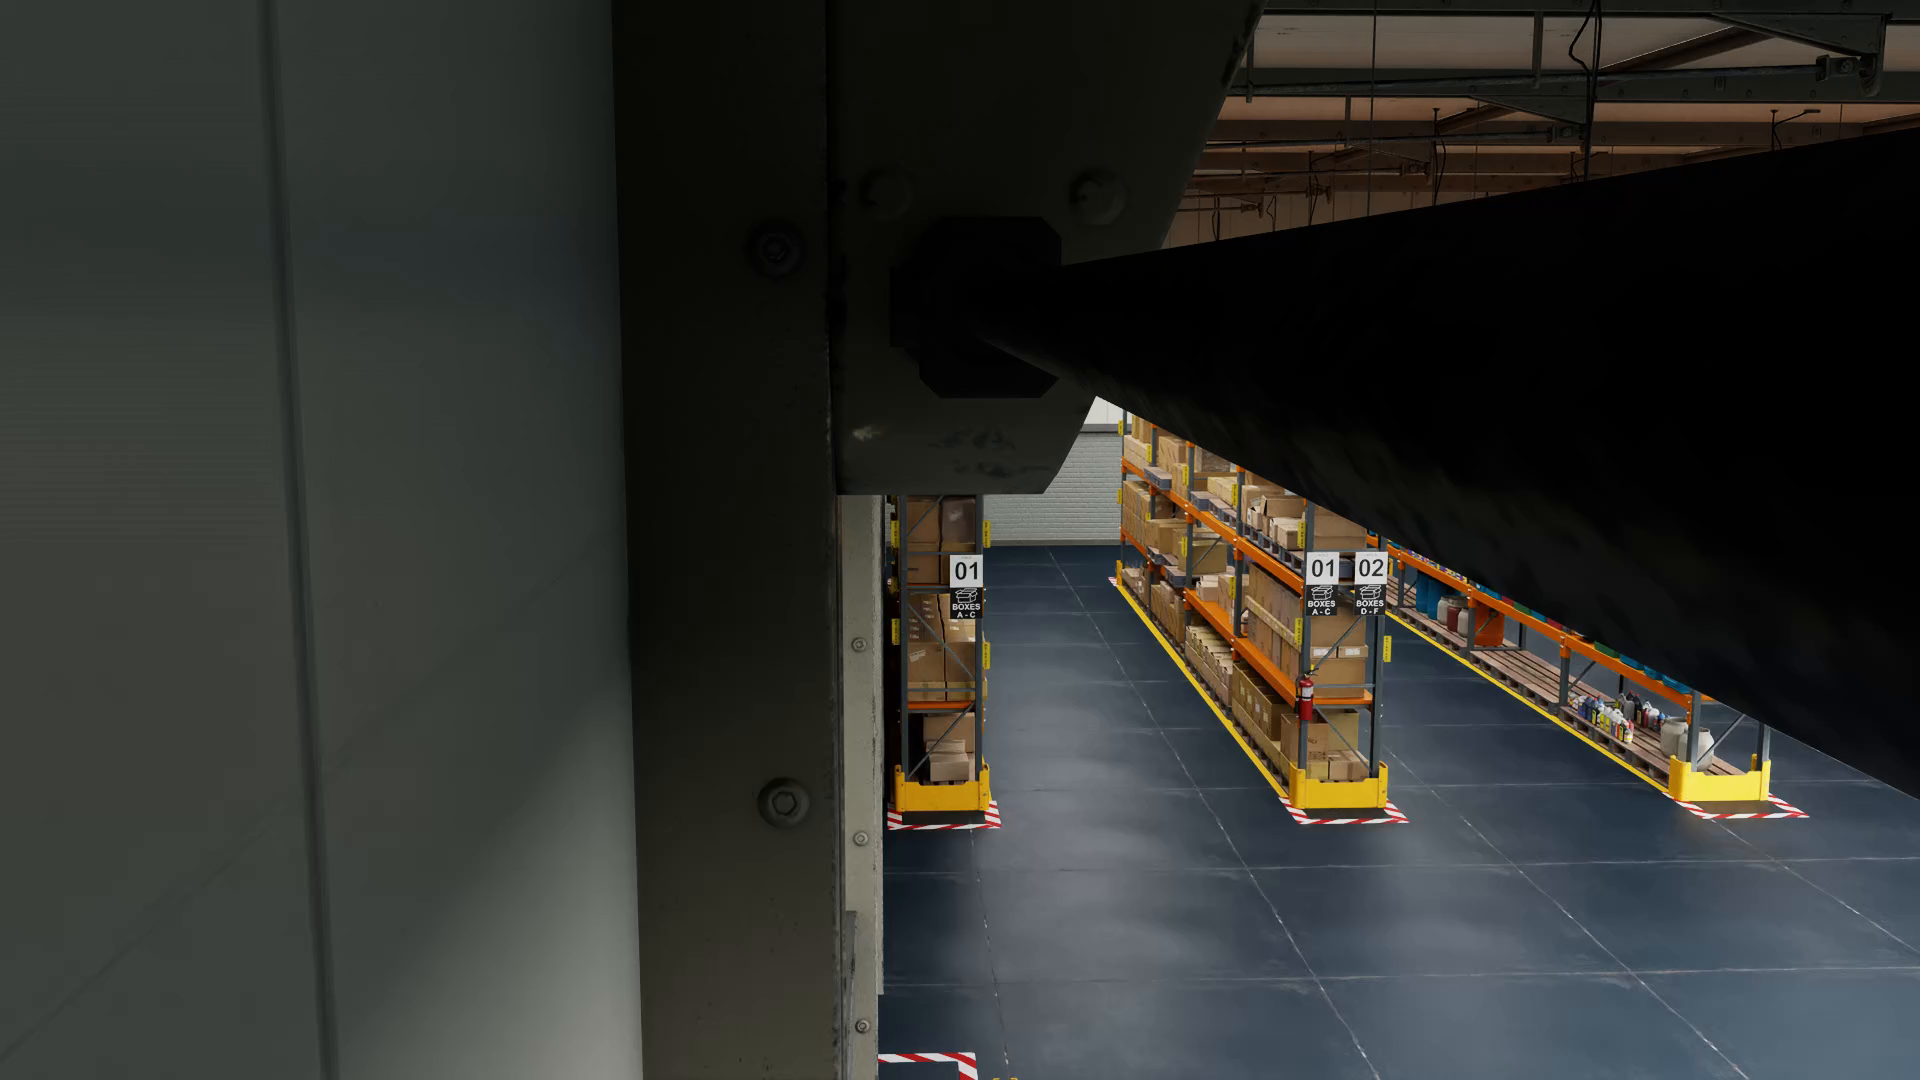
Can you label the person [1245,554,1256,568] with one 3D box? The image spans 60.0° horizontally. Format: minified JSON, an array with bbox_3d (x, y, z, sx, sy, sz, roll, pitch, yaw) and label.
[{"bbox_3d":[6.085,0.554,34.024,0.532,1.559,0.534,-2,9,-14],"label":"person"}]
